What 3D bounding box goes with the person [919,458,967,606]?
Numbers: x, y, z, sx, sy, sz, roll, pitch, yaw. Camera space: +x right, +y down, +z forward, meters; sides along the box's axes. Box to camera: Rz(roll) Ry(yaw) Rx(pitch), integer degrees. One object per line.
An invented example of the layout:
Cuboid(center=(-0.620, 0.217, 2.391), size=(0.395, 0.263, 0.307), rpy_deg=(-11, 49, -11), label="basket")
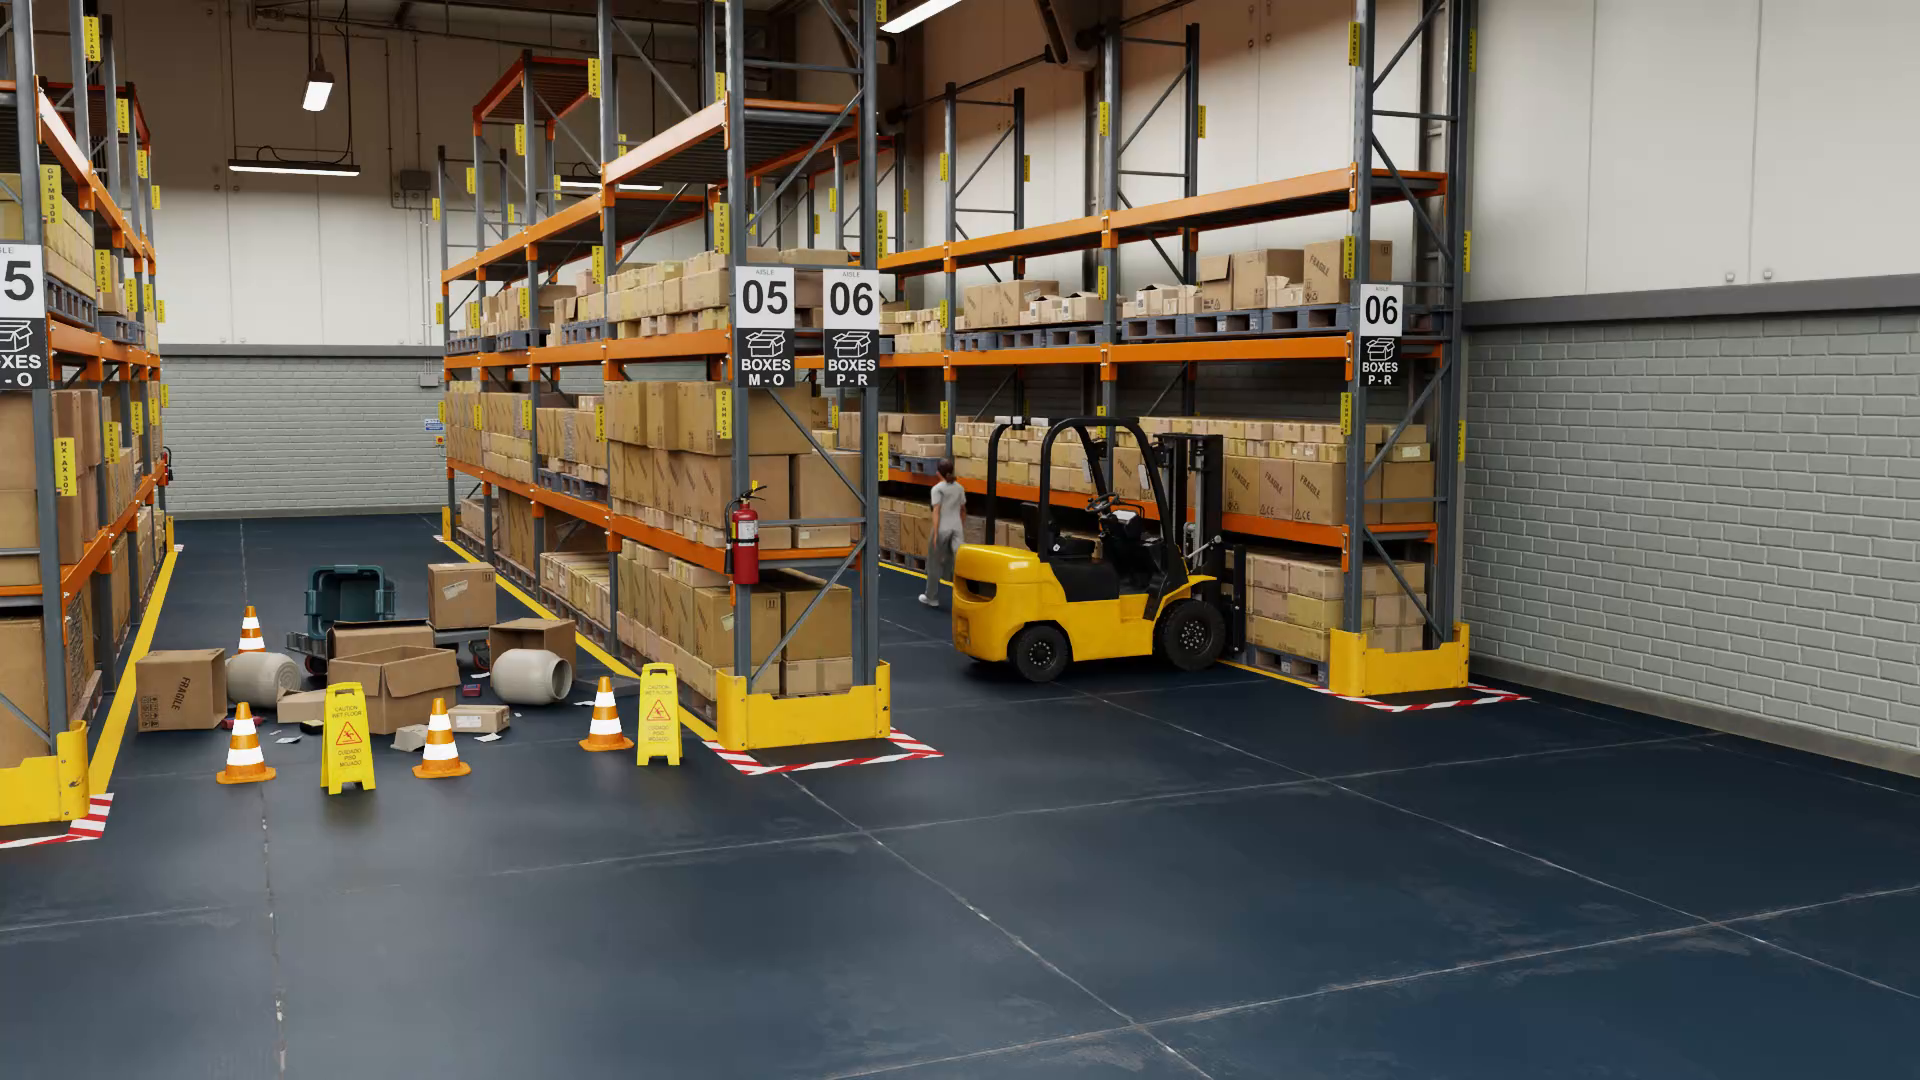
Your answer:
Cuboid(center=(-0.115, -0.068, 17.806), size=(0.461, 1.617, 1.047), rpy_deg=(-3, 6, -26), label="person")
